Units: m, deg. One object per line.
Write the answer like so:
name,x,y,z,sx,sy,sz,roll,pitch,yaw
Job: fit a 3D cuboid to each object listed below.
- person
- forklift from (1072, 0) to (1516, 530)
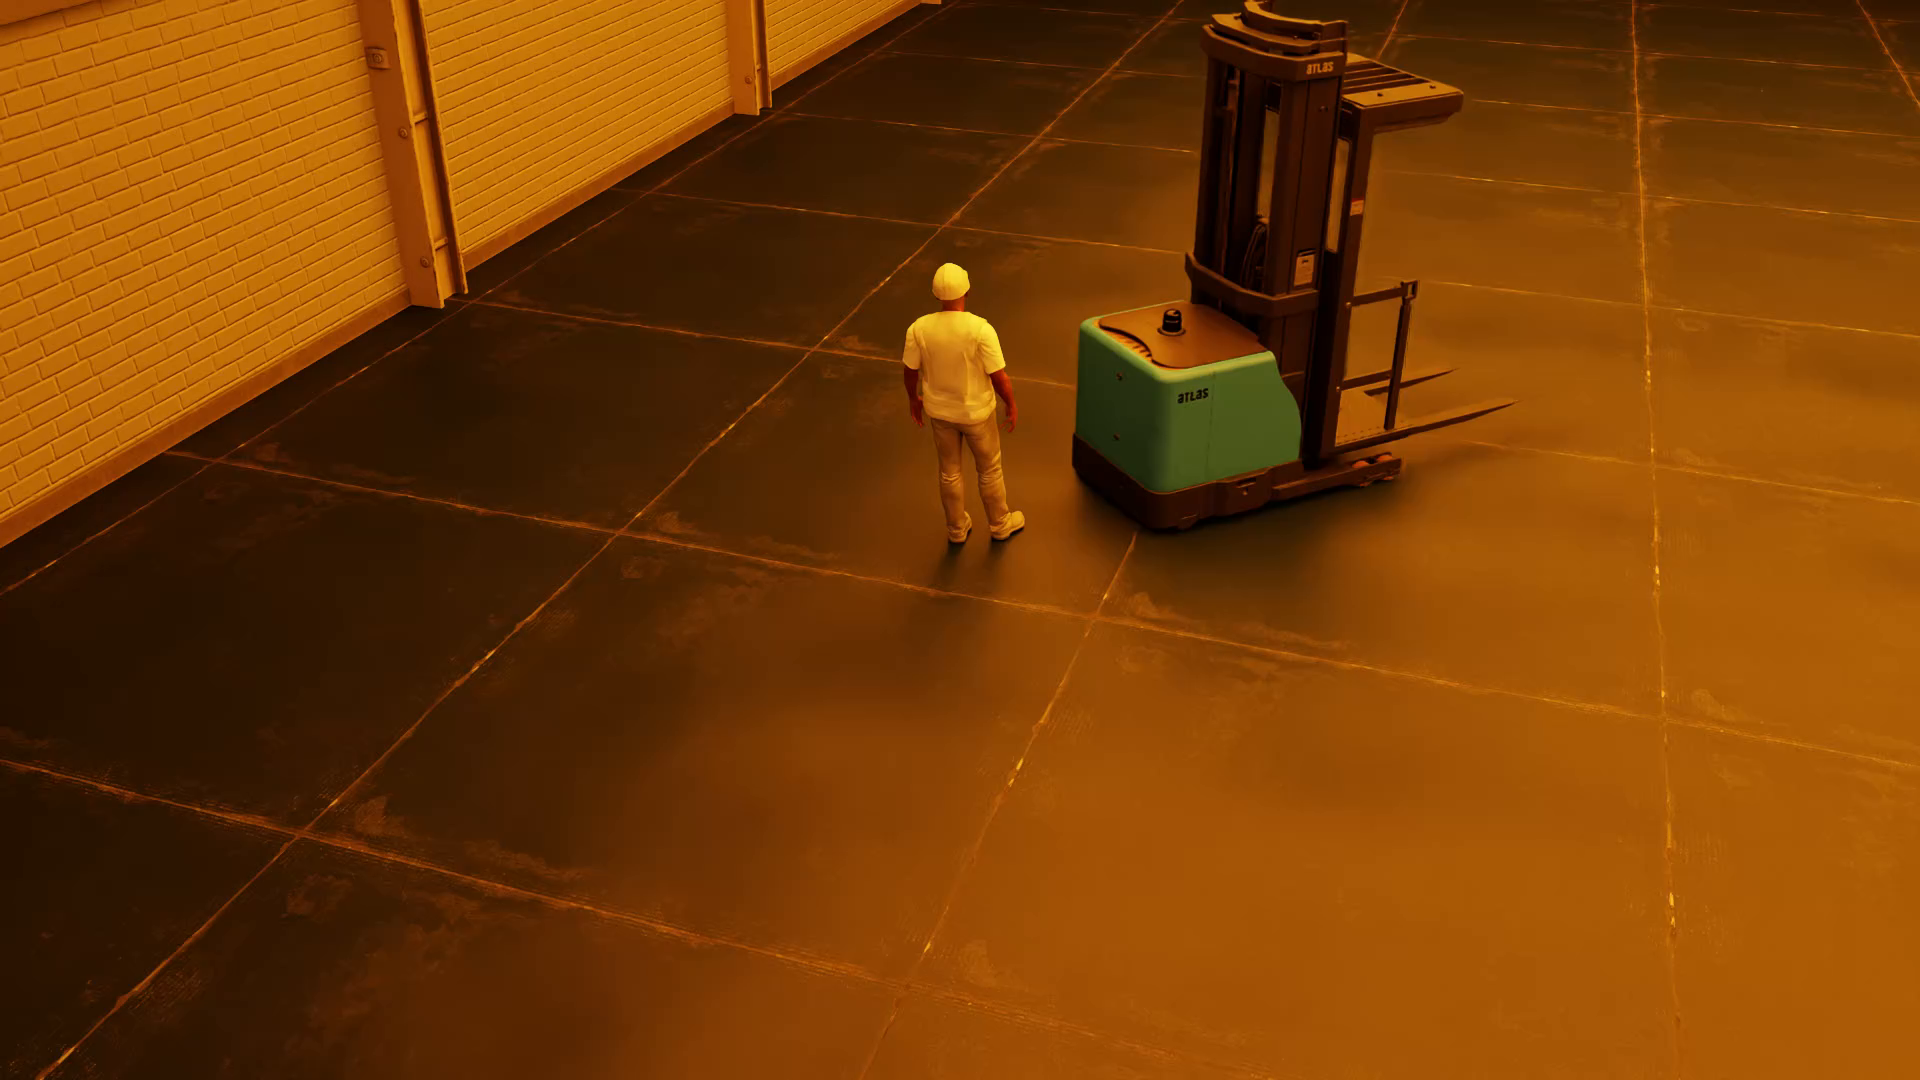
person,0.028,-0.805,9.710,0.666,1.765,0.577,10,31,16
forklift,2.278,-1.831,10.349,3.031,2.935,1.130,-14,33,-23
